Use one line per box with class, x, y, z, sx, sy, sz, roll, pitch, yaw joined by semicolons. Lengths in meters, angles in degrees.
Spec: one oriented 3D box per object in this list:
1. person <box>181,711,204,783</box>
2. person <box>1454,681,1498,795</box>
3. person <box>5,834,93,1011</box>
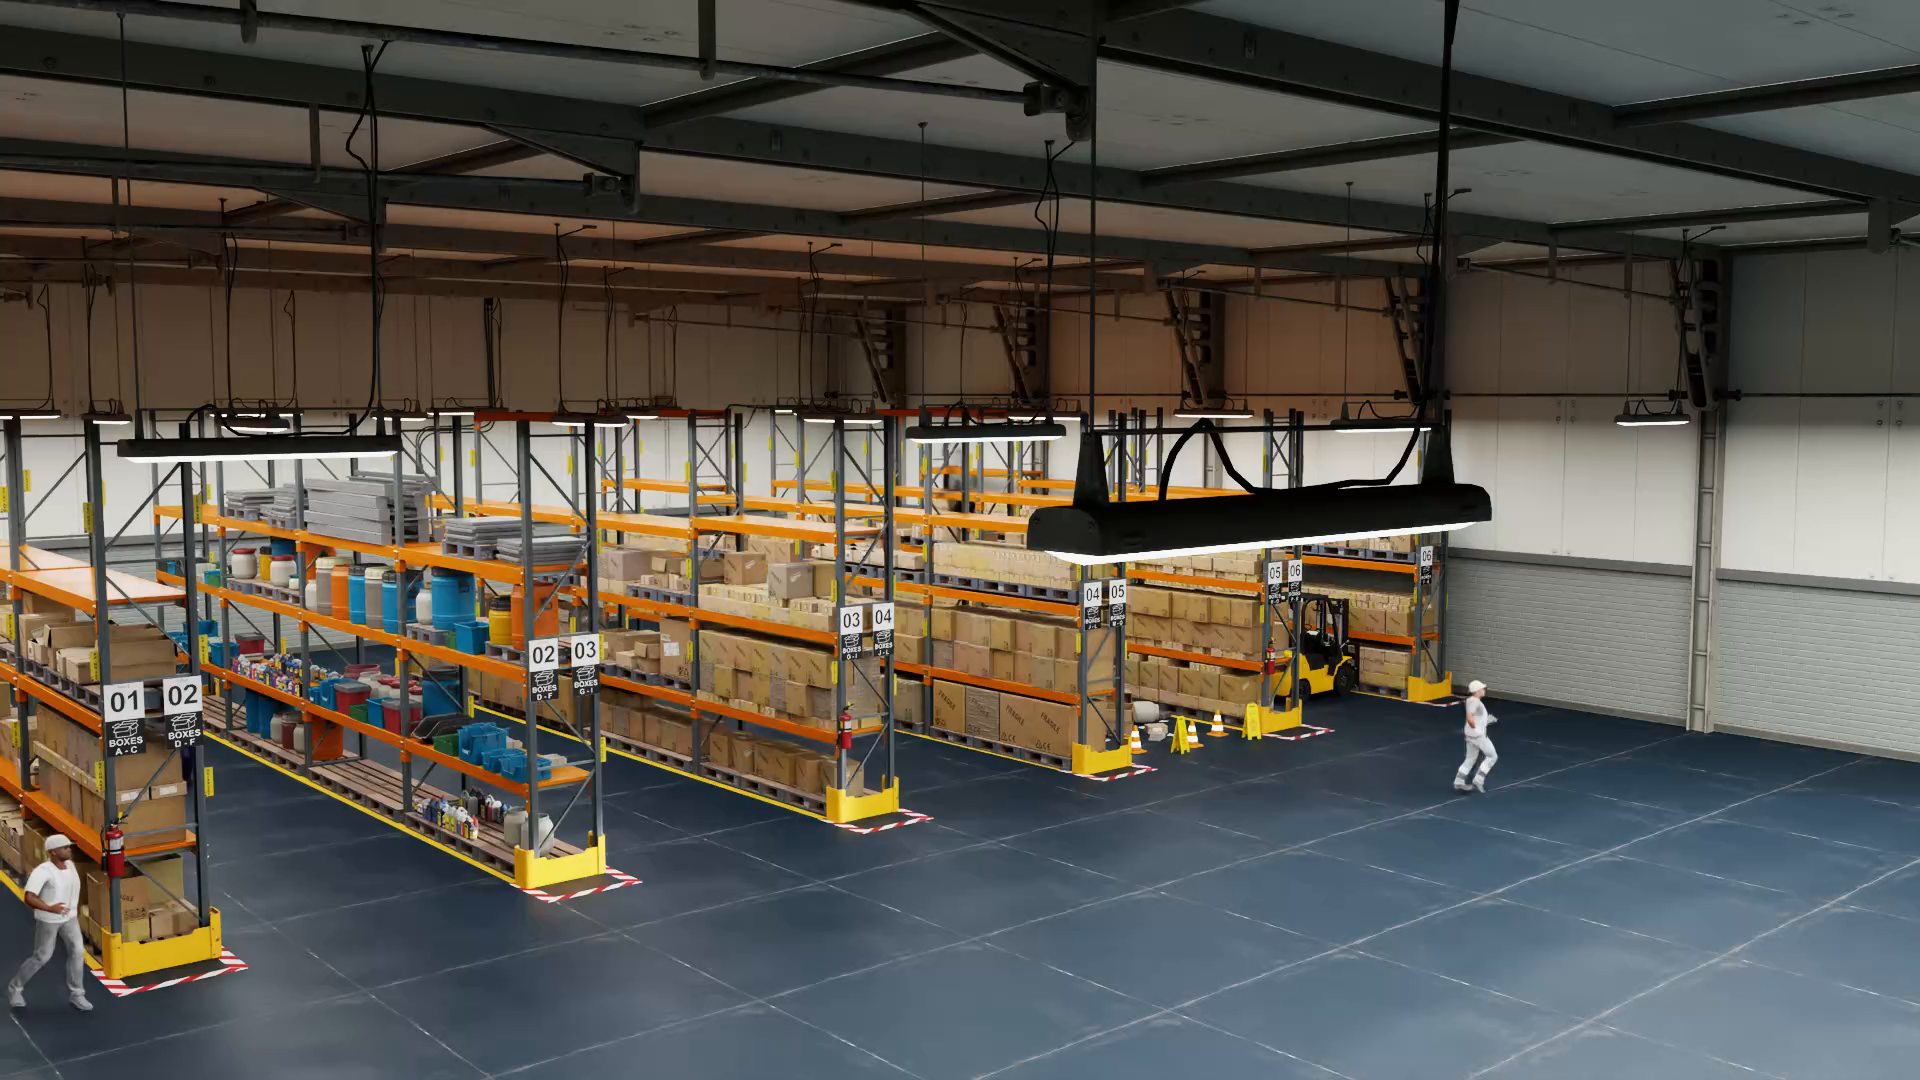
person;-12.467;3.169;26.840;0.610;1.646;0.587;5;7;43
person;8.216;3.131;26.384;0.721;1.803;0.632;0;5;-2
person;-9.331;3.938;17.233;0.915;1.766;0.758;1;5;14
